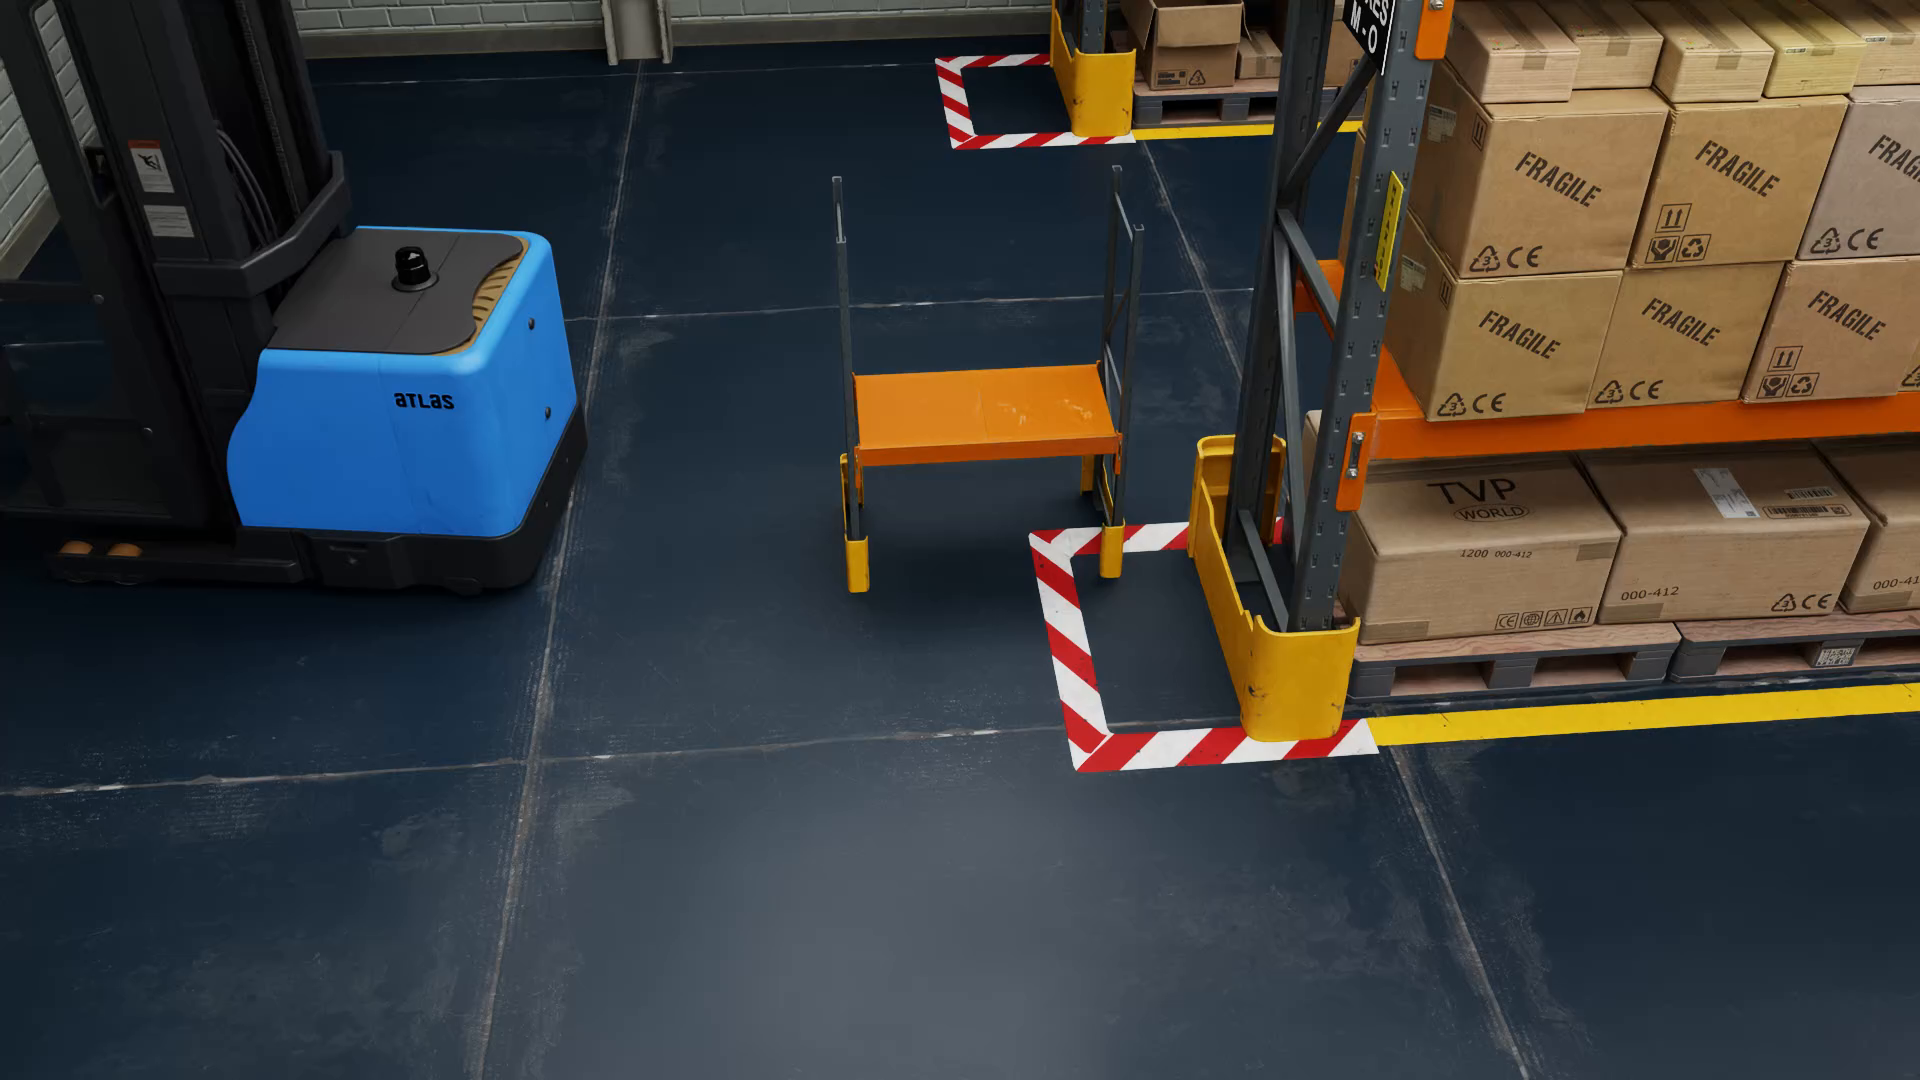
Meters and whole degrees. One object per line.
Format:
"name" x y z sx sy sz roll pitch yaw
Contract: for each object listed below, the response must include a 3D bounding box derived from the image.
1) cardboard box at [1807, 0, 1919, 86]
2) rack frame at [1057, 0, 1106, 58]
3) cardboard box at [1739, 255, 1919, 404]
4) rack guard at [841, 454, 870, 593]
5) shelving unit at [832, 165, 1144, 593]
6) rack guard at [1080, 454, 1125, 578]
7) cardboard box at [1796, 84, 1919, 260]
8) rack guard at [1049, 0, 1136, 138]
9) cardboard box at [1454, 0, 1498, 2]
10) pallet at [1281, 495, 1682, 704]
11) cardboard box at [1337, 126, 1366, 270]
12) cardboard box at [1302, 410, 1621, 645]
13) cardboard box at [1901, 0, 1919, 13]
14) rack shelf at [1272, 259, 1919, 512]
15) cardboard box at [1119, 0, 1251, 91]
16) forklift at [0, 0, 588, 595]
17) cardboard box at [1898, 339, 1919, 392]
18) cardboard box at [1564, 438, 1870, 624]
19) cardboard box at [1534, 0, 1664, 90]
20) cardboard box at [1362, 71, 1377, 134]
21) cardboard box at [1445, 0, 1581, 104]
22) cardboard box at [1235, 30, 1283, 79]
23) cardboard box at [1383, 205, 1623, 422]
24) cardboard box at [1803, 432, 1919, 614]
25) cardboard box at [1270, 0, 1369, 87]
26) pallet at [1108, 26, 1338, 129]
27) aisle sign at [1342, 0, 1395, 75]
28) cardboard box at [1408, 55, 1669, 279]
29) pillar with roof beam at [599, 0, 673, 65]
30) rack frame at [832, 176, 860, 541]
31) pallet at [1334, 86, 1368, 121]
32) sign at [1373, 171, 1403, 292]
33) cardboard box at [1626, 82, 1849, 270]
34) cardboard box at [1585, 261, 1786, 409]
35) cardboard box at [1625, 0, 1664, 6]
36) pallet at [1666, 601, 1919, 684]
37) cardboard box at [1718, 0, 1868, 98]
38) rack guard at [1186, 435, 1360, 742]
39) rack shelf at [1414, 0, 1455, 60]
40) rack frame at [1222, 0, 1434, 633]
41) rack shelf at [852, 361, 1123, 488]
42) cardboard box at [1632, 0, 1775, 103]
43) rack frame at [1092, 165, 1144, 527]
"cardboard box" 2.575 -1.443 4.746 0.250 0.149 0.380 -3 38 -4
"rack frame" 0.712 -3.896 9.267 0.127 3.000 1.000 -3 38 -4
"cardboard box" 2.669 -0.784 5.242 0.500 0.500 0.500 -3 38 -4
"rack guard" -0.420 -0.075 6.643 0.087 0.250 0.587 -3 38 -4
"shelving unit" 0.076 -0.593 6.291 1.083 1.500 0.587 -3 38 -4
"rack guard" 0.572 -0.130 6.712 0.087 0.250 0.587 -3 38 -4
"cardboard box" 2.685 -1.182 4.939 0.500 0.500 0.500 -3 38 -4
"rack guard" 0.788 -2.919 10.046 0.348 0.500 1.175 -3 38 -4
"cardboard box" 1.495 -1.664 5.025 0.250 0.149 0.380 -3 38 -3
"pallet" 1.945 0.169 6.366 1.213 0.211 1.003 -3 38 -4
"cardboard box" 1.613 -1.063 5.595 0.500 0.500 0.500 -3 38 -4
"cardboard box" 1.804 -0.091 6.173 0.875 0.438 0.875 -4 38 -6
"cardboard box" 2.827 -1.431 4.731 0.250 0.149 0.380 -3 38 -4
"rack shelf" 3.148 -0.661 5.747 4.000 0.370 1.077 -3 38 -4
"cardboard box" 1.330 -3.056 9.878 0.637 0.503 0.797 -5 39 -6
"forklift" -3.138 -1.297 6.027 3.031 2.935 1.130 3 38 3
"cardboard box" 3.166 -0.822 5.289 0.500 0.500 0.500 -2 38 -2
"cardboard box" 2.715 -0.146 6.243 0.875 0.438 0.875 -2 38 -3
"cardboard box" 1.788 -1.427 4.726 0.250 0.149 0.380 -2 38 -3
"cardboard box" 1.615 -1.439 5.264 0.500 0.500 0.500 -2 38 -2
"cardboard box" 1.534 -1.369 4.652 0.250 0.149 0.380 -2 38 -3
"cardboard box" 1.756 -2.916 9.987 0.250 0.149 0.380 -5 39 -6
"cardboard box" 1.659 -0.722 5.163 0.500 0.500 0.500 -3 38 -4
"cardboard box" 3.613 -0.195 6.305 0.875 0.438 0.875 -4 38 -5
"cardboard box" 2.185 -3.078 9.908 0.500 0.500 0.700 -2 38 -2
"pallet" 1.582 -2.850 10.192 1.213 0.211 1.003 -3 38 -4
"aisle sign" 1.110 -1.672 4.348 0.004 0.787 0.394 -3 38 -4
"cardboard box" 1.659 -1.116 4.855 0.500 0.500 0.500 -4 38 -5
"pillar with roof beam" -1.672 -4.004 4.559 0.400 9.000 9.100 -3 38 -4
"rack frame" -0.421 -0.566 6.256 0.032 1.500 0.500 -3 38 -4
"pallet" 2.794 -2.915 10.274 1.213 0.211 1.003 -3 38 -4
"sign" 1.199 -0.862 4.658 0.005 0.325 0.100 -3 38 -4
"cardboard box" 2.173 -1.149 4.897 0.500 0.500 0.500 -4 38 -5
"cardboard box" 2.161 -0.767 5.220 0.500 0.500 0.500 -4 38 -5
"cardboard box" 1.996 -1.759 5.146 0.250 0.149 0.380 -3 38 -4
"pallet" 3.157 0.104 6.448 1.213 0.211 1.003 -3 38 -4
"cardboard box" 2.318 -1.396 4.687 0.250 0.149 0.380 -4 38 -5
"rack guard" 1.132 0.149 6.158 0.348 0.500 1.175 -3 38 -4
"rack shelf" 3.148 -1.839 4.818 4.000 0.370 1.077 -3 38 -4
"rack frame" 1.156 -0.834 5.385 0.127 3.000 1.000 -3 38 -4
"rack shelf" 0.085 -0.452 6.403 1.000 0.185 0.538 -3 38 -4
"cardboard box" 2.058 -1.371 4.654 0.250 0.149 0.380 -2 38 -3
"rack frame" 0.591 -0.621 6.327 0.032 1.500 0.500 -3 38 -4
